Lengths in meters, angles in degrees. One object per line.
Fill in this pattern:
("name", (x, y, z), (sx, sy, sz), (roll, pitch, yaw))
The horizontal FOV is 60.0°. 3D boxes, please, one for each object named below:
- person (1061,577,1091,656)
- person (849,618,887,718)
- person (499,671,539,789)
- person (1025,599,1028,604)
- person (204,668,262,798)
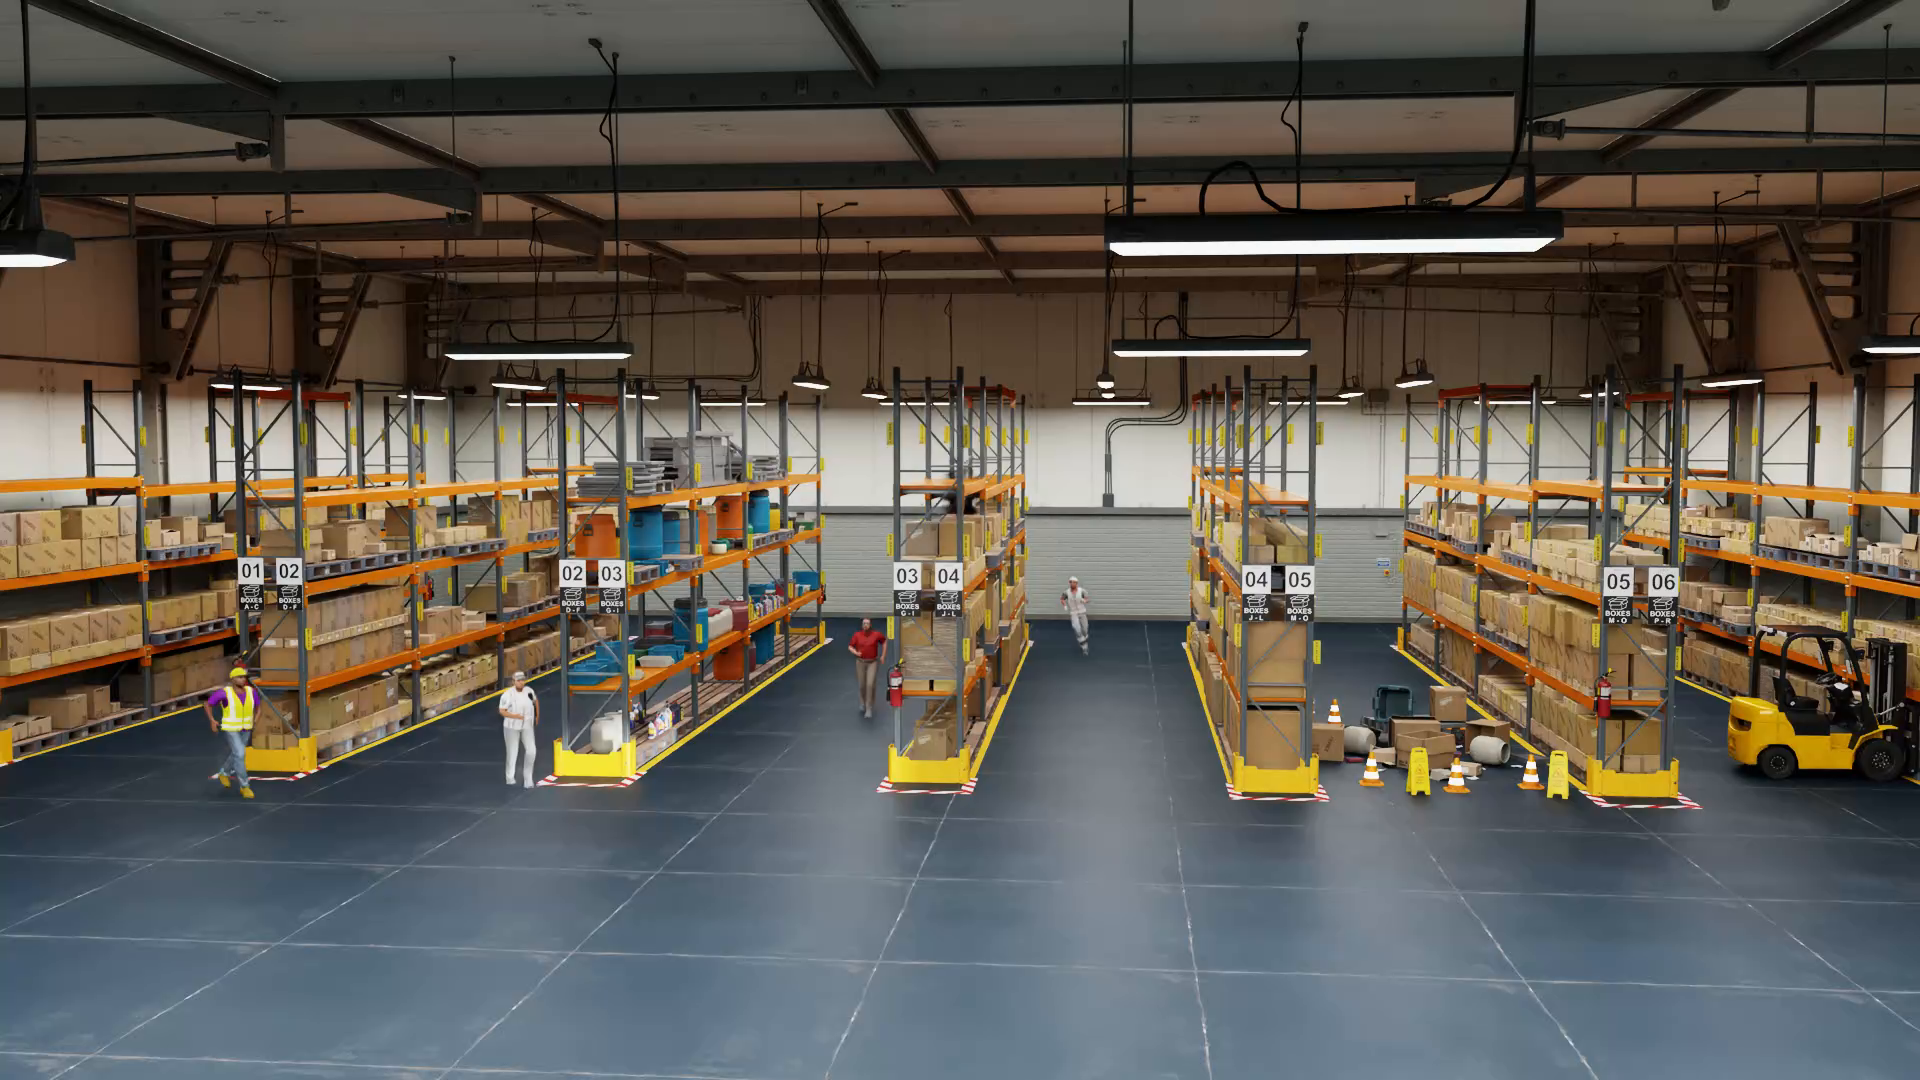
("person", (2.679, 1.737, 38.360), (0.660, 1.797, 0.785), (0, 4, -2))
("person", (-1.670, 2.277, 30.030), (0.683, 1.764, 0.872), (0, 4, 5))
("person", (-6.267, 2.724, 23.714), (0.621, 1.725, 0.714), (-2, 4, -31))
("person", (1.389, 1.660, 40.994), (0.673, 1.645, 0.613), (2, 4, 30))
("person", (-10.114, 2.666, 23.300), (0.951, 1.767, 0.716), (2, 4, 34))
